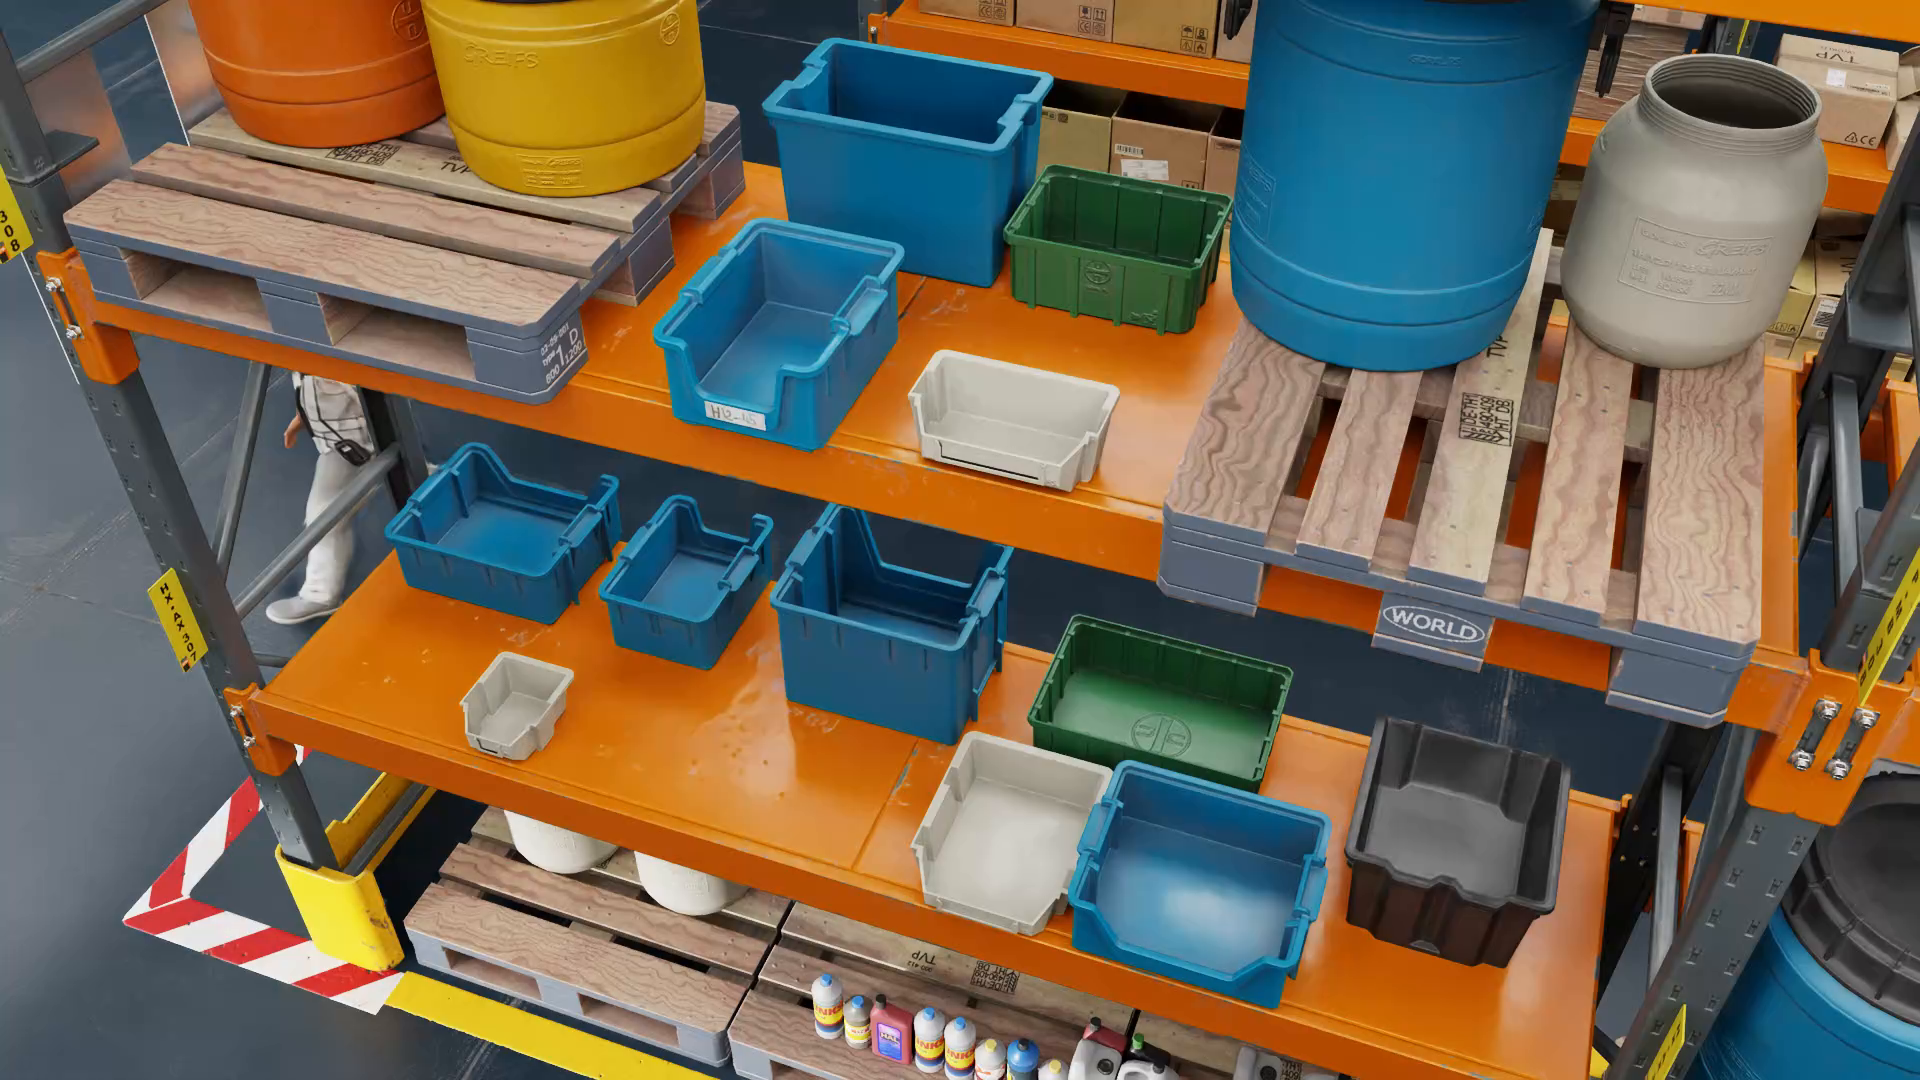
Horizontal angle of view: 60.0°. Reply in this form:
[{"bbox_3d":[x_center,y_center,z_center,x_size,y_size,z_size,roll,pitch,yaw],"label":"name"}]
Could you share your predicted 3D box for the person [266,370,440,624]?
[{"bbox_3d":[-2.448,-0.431,6.641,1.020,1.604,0.469,-13,43,-14],"label":"person"}]
